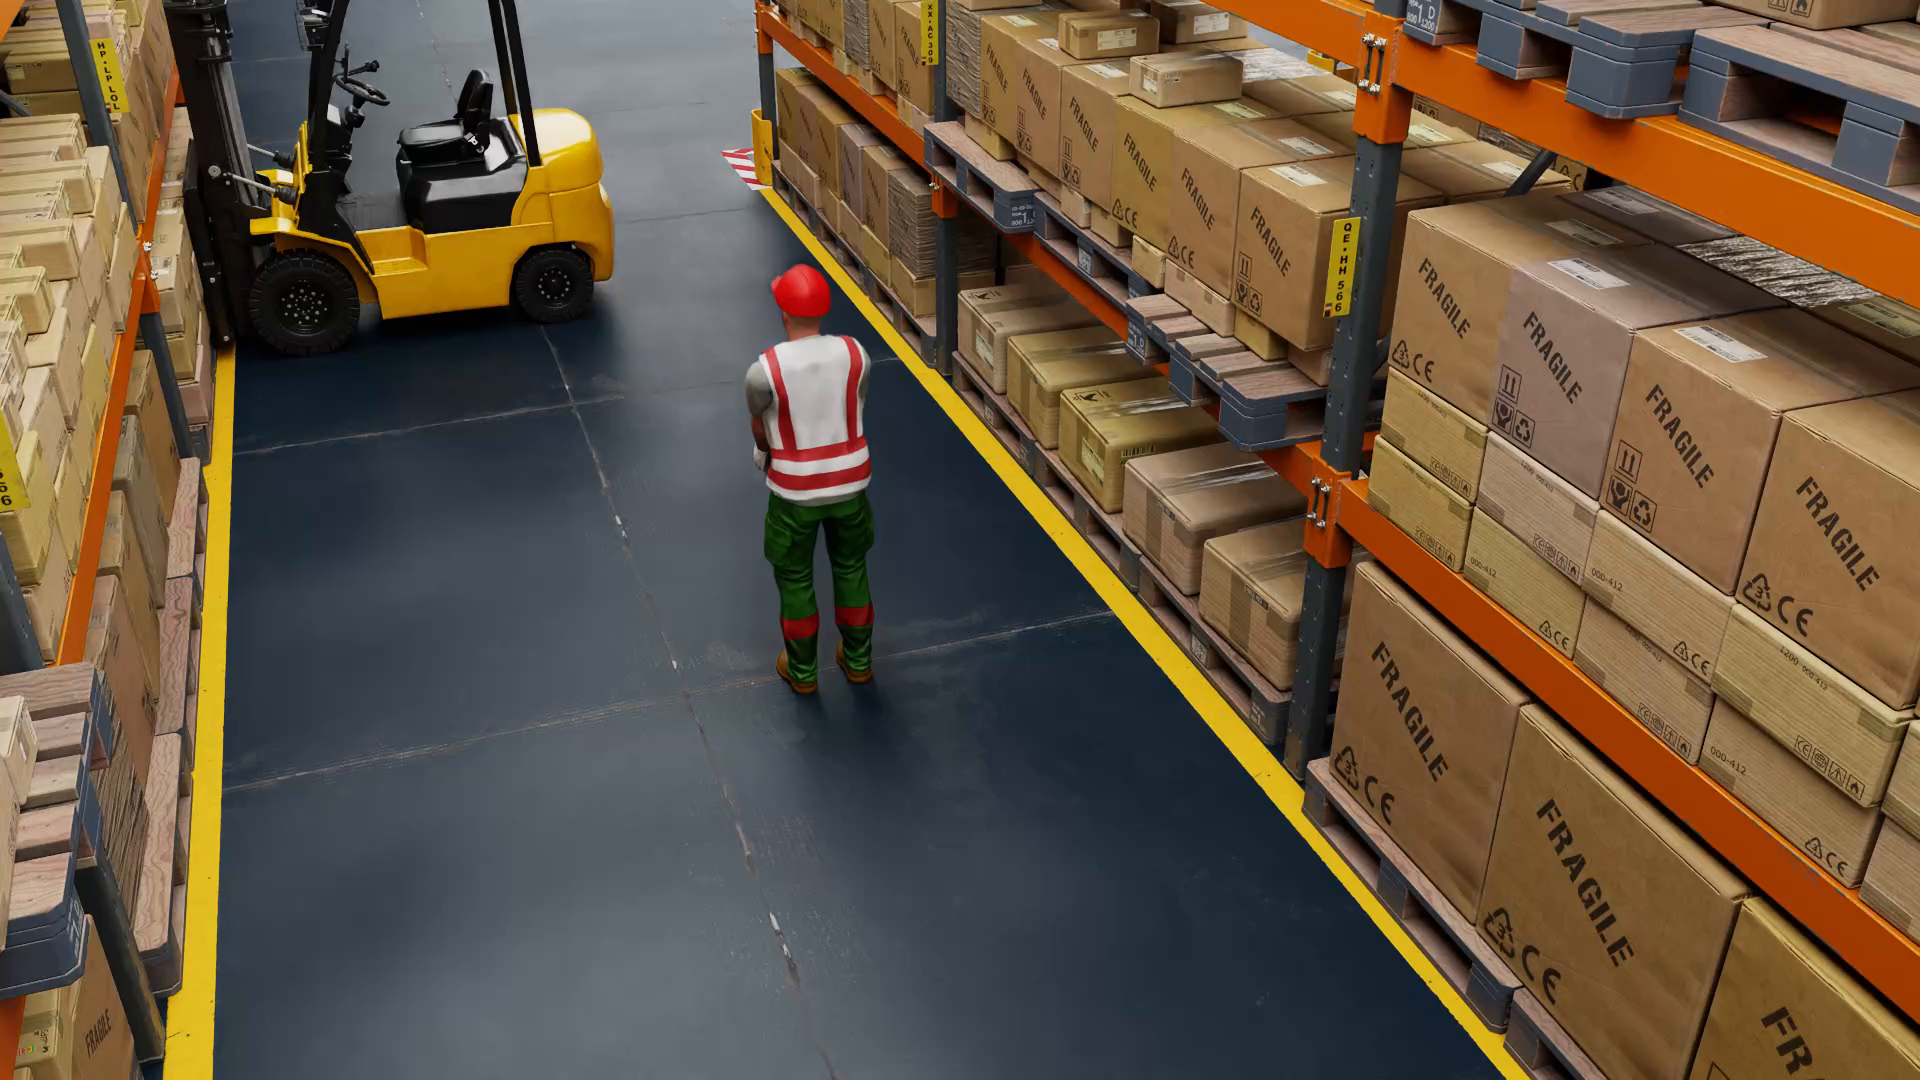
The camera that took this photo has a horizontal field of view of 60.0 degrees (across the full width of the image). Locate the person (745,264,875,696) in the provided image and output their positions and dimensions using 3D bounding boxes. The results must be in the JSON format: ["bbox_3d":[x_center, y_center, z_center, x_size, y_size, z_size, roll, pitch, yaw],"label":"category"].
[{"bbox_3d":[-0.598,-0.254,6.554,0.495,1.784,0.560,-11,31,-18],"label":"person"}]
